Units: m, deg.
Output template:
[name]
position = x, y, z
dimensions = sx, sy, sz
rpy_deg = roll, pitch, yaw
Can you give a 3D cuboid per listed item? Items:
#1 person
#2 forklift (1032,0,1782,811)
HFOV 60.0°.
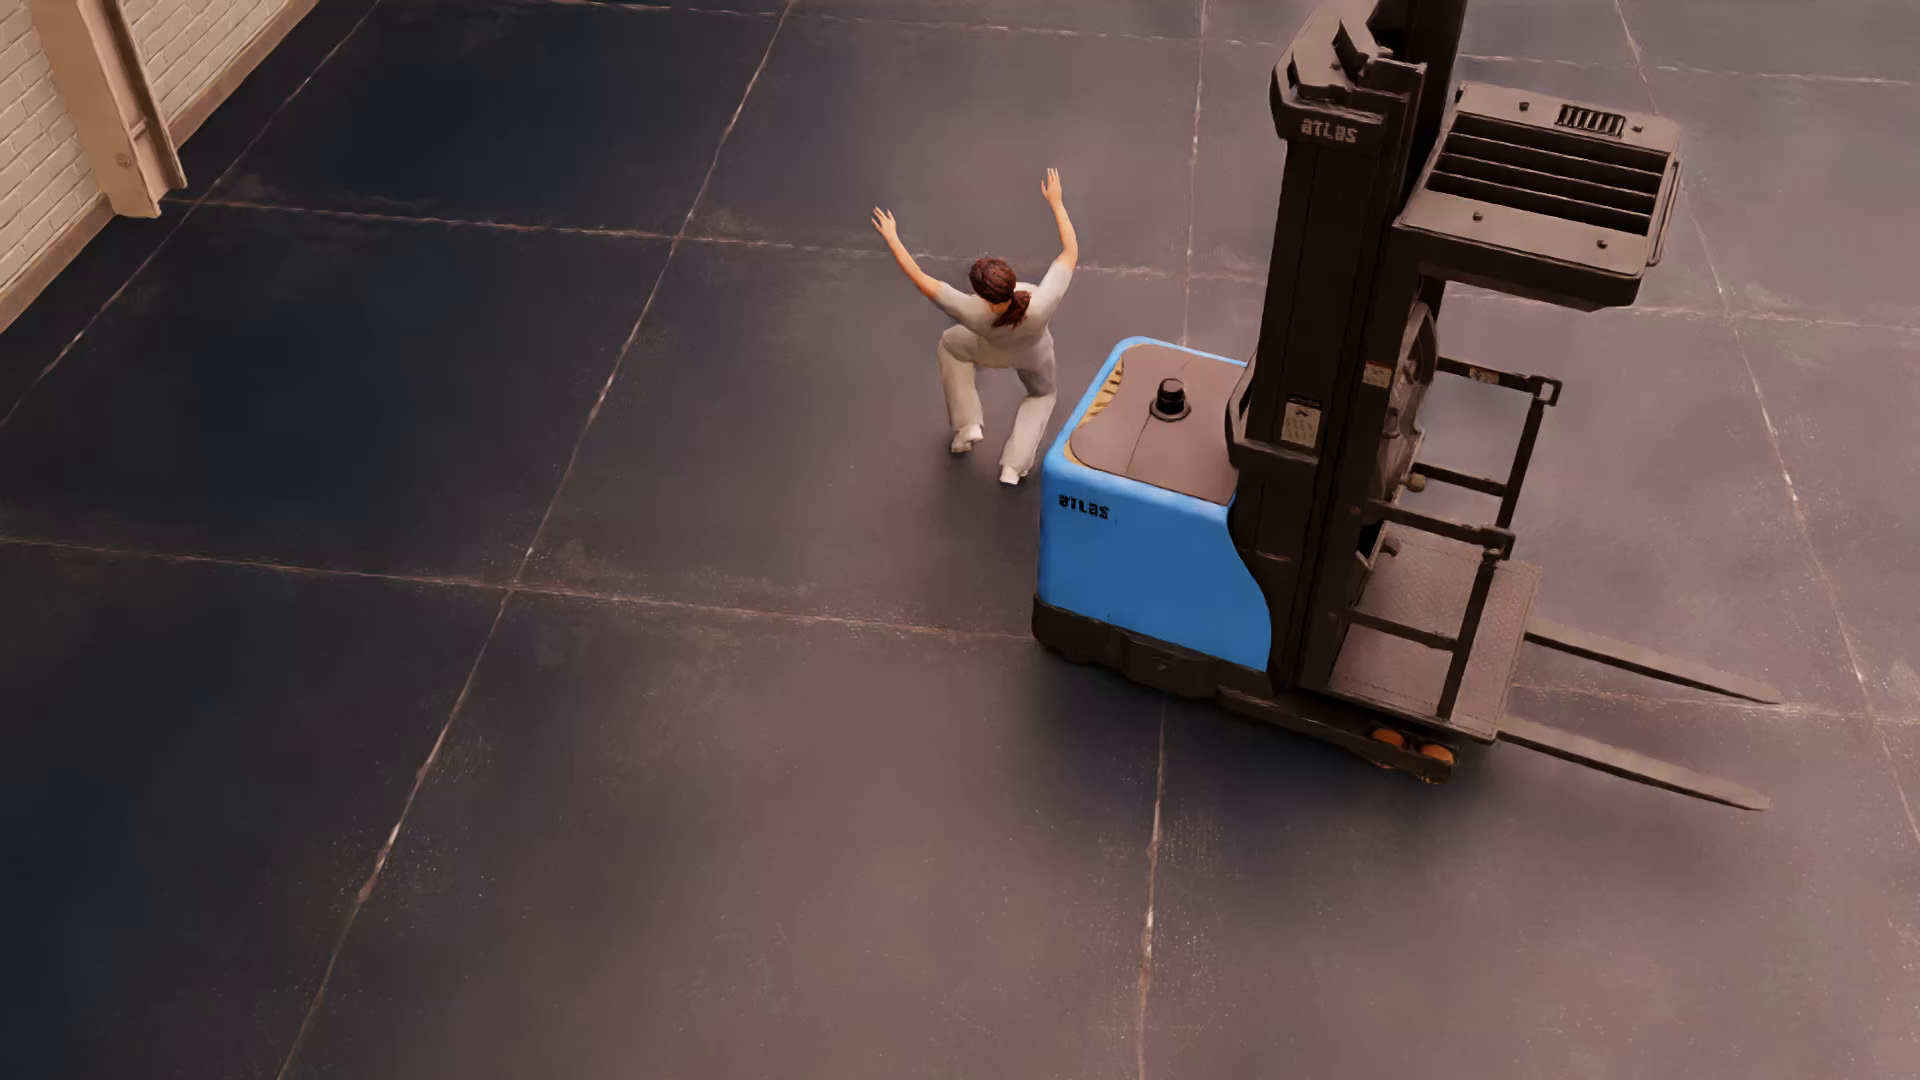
[person]
position = 0.068, -0.957, 7.789
dimensions = 0.923, 1.565, 0.764
rpy_deg = 3, 43, 3
[forklift]
position = 1.880, -0.496, 6.264
dimensions = 3.031, 2.935, 1.130
rpy_deg = 17, 45, 18
